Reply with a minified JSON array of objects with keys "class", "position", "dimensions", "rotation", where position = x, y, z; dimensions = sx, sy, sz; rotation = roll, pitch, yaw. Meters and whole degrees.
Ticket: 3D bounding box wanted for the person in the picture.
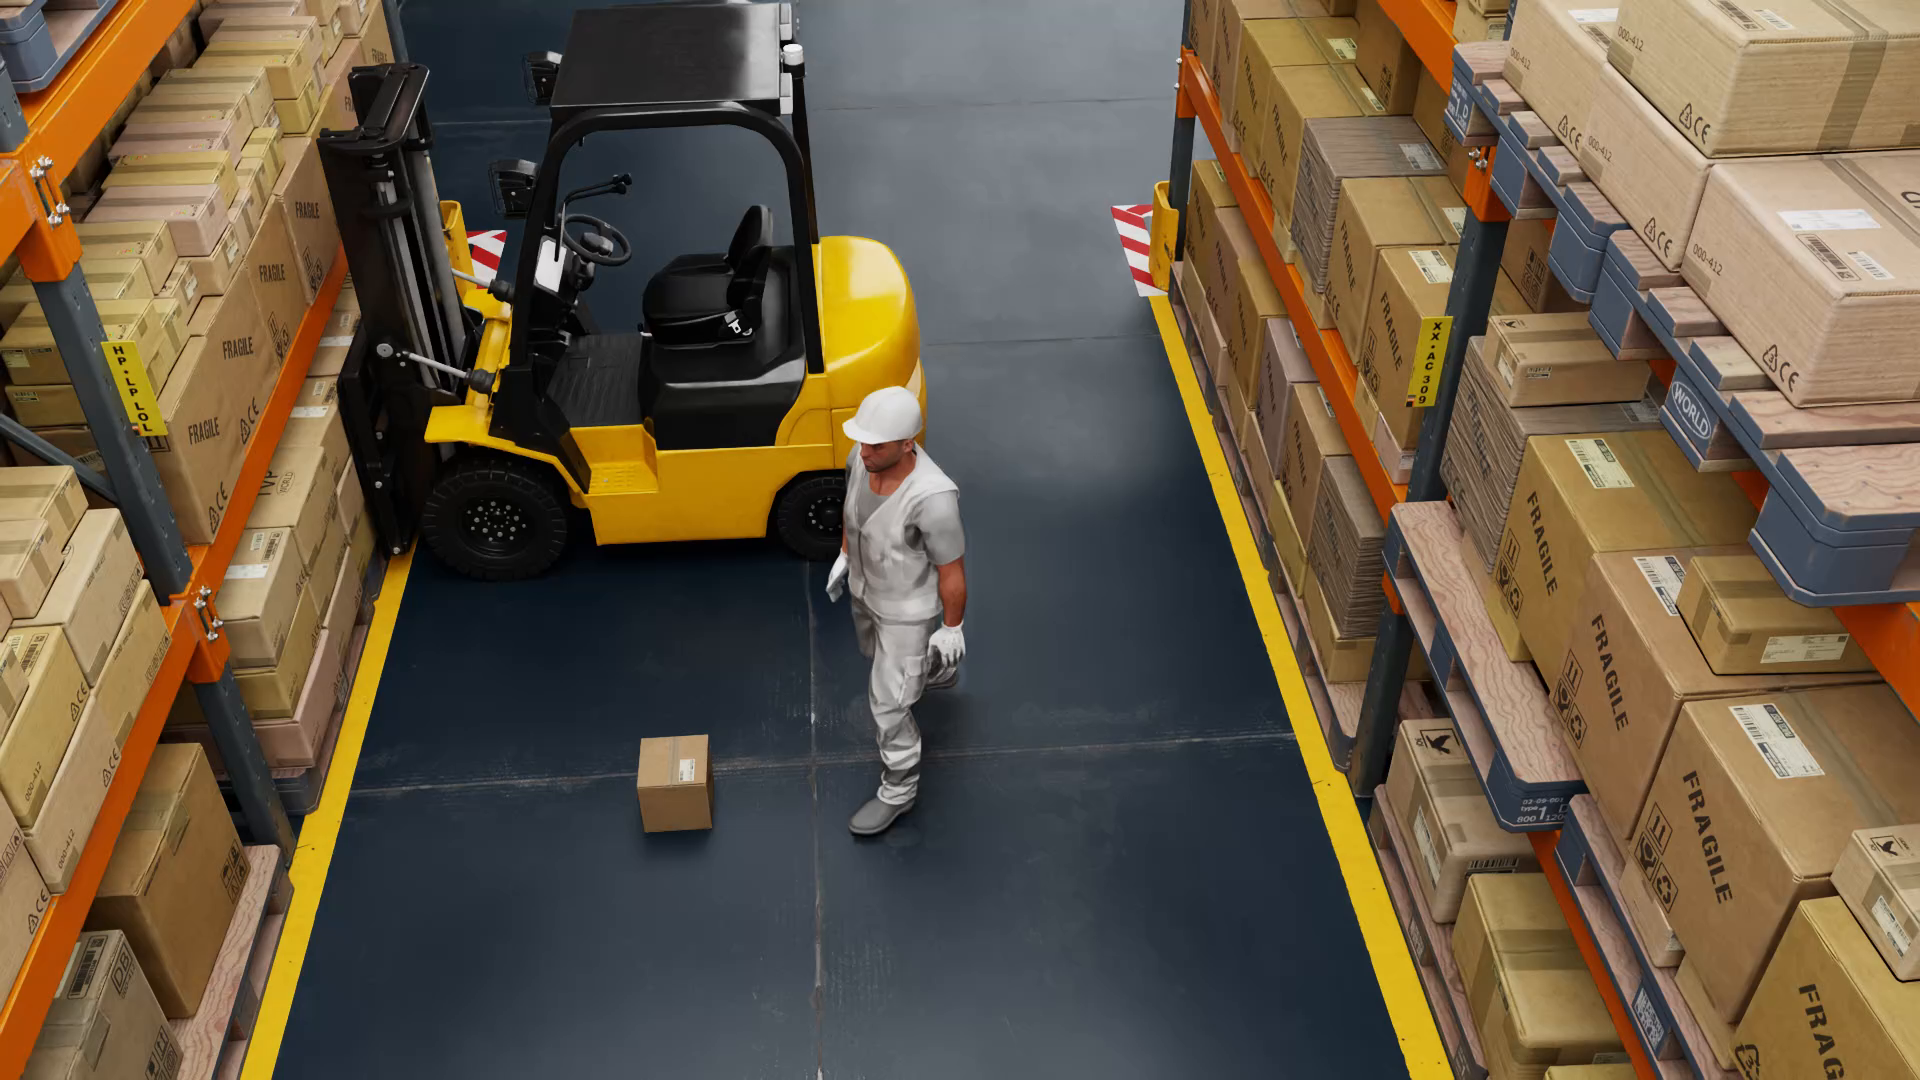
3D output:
[{"class":"person","position":[-0.216,0.171,5.927],"dimensions":[0.784,1.769,0.666],"rotation":[-26,45,-28]}]
